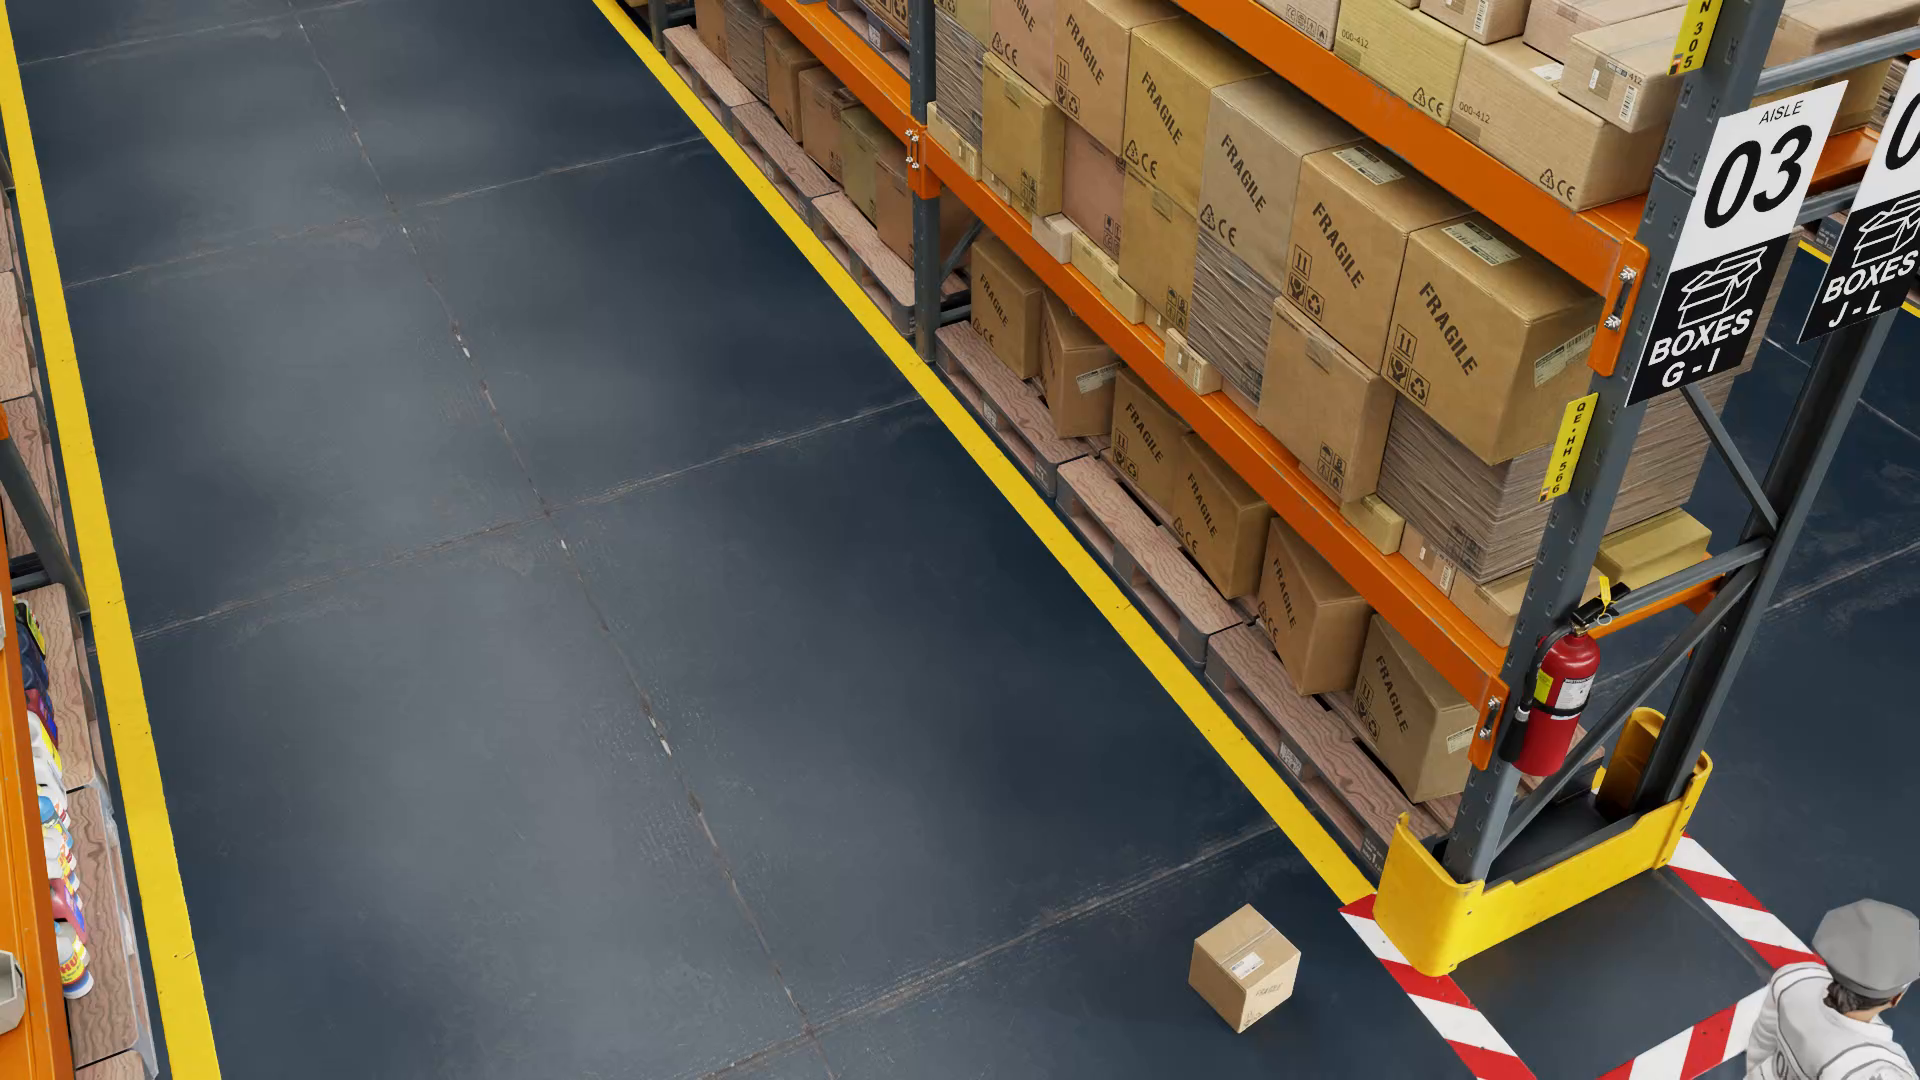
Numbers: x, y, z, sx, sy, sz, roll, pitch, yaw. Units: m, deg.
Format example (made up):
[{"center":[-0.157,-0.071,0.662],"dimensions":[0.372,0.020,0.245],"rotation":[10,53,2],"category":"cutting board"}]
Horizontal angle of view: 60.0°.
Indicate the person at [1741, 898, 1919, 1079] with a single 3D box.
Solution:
[{"center":[2.149,1.591,4.331],"dimensions":[0.613,1.637,0.528],"rotation":[-2,42,-2],"category":"person"}]
